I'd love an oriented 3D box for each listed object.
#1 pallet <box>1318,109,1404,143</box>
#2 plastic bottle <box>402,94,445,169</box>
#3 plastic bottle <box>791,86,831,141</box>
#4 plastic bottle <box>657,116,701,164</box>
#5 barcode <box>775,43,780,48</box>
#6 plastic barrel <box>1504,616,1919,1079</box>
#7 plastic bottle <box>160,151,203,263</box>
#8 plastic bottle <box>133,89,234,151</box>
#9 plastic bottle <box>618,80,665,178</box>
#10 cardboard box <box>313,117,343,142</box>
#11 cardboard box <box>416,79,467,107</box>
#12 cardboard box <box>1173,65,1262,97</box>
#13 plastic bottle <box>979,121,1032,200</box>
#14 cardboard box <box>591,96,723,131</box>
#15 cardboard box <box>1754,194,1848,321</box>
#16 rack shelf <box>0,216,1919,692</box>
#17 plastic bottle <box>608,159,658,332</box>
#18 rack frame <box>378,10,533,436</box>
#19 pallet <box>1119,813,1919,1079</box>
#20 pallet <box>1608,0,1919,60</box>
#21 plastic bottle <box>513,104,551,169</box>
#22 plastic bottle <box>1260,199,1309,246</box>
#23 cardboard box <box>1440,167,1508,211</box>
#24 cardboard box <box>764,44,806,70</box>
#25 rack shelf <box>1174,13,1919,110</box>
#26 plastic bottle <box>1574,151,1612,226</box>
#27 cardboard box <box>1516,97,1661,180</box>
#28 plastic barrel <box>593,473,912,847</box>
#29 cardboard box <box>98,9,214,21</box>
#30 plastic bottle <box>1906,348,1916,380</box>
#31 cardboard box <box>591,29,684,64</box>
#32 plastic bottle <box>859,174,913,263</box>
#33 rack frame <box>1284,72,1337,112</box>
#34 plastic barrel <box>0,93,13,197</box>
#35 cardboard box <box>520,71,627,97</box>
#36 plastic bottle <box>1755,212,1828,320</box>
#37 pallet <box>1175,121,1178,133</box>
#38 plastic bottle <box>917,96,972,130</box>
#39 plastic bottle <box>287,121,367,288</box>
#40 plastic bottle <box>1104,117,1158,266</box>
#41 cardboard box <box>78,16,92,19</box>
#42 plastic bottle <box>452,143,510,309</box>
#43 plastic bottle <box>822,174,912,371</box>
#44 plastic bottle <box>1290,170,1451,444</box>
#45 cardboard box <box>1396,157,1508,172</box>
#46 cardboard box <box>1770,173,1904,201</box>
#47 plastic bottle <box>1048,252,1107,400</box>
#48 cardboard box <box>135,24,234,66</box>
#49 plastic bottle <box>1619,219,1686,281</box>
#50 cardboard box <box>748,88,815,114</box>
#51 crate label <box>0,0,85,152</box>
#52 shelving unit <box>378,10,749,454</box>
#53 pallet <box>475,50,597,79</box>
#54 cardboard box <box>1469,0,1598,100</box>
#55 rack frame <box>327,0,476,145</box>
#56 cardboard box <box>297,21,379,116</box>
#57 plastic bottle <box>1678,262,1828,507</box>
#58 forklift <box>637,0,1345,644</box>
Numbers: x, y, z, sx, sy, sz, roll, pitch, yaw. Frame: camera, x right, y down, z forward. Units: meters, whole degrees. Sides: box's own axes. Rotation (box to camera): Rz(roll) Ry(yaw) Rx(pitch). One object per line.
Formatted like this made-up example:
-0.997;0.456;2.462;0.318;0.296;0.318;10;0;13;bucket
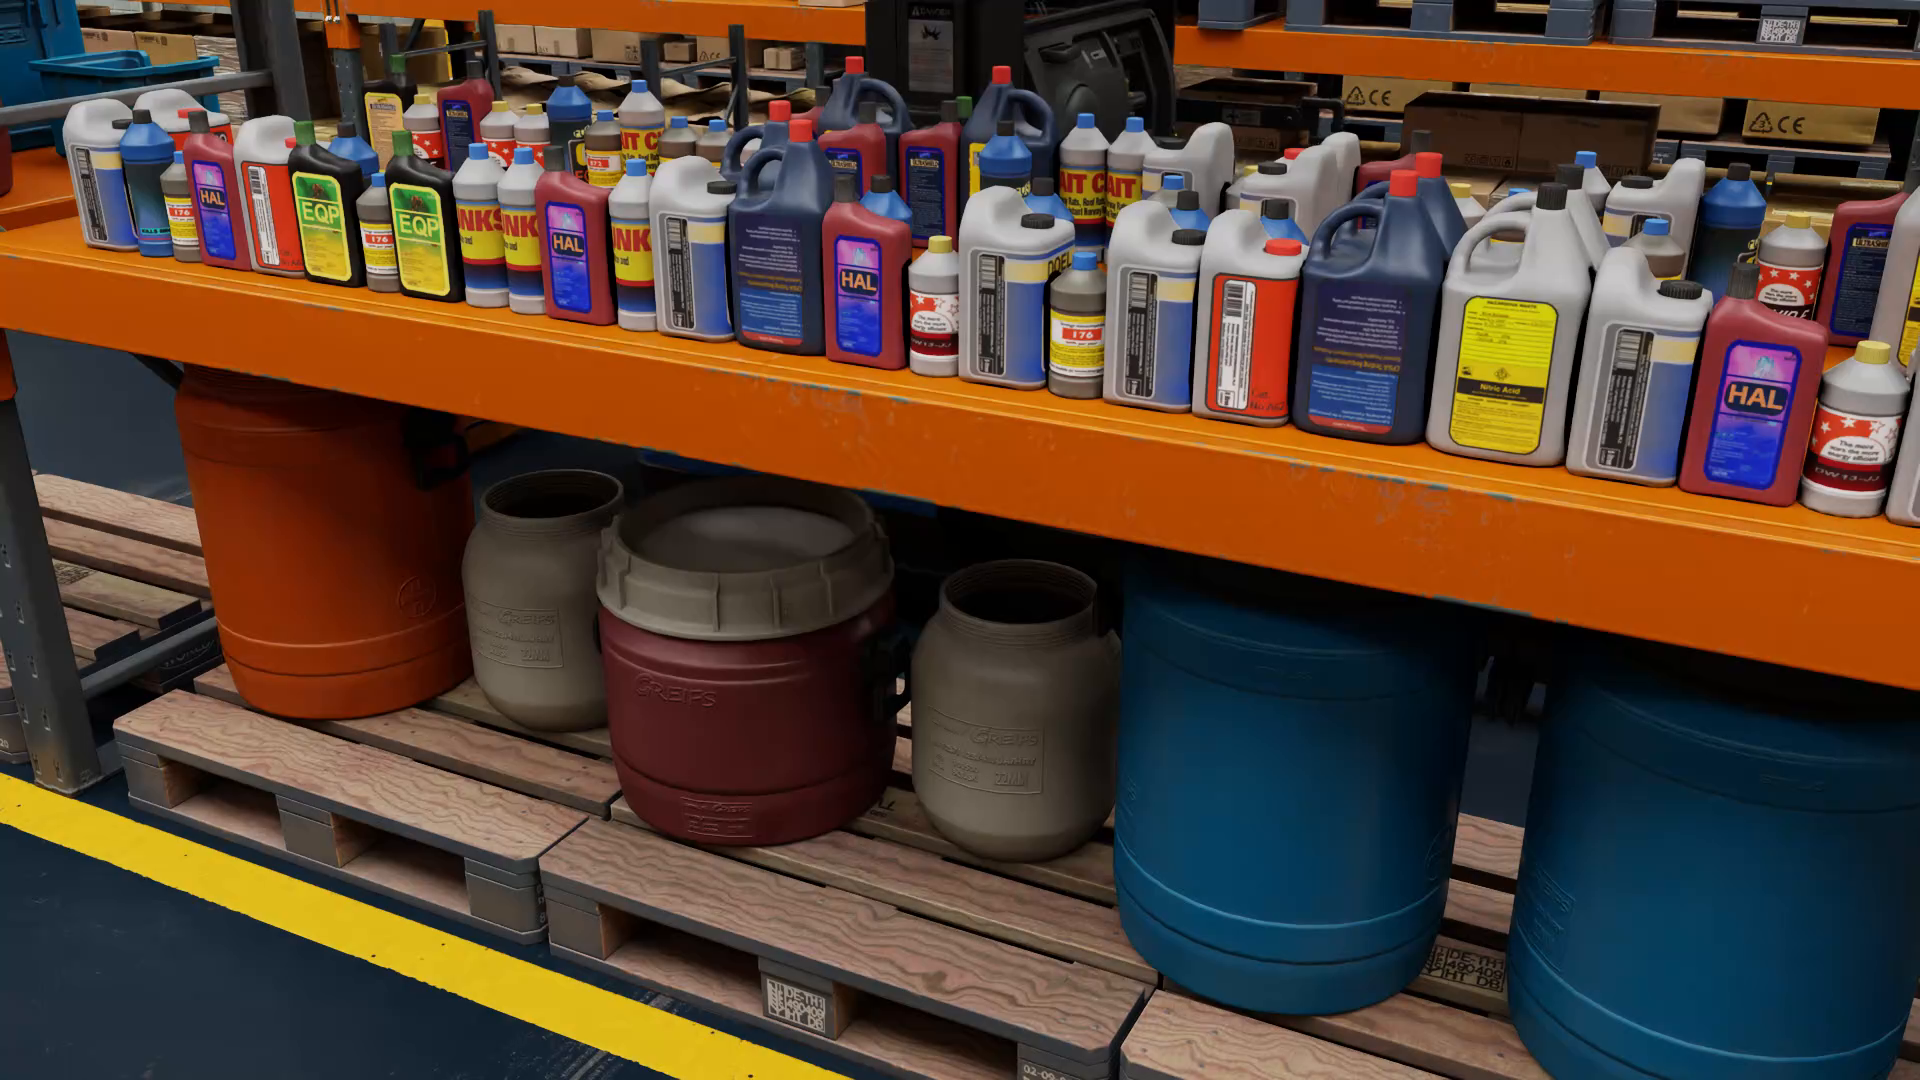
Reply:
3.257;-2.978;11.983;1.213;0.211;1.003;11;25;25;pallet
-1.234;-0.926;3.849;0.097;0.201;0.097;0;23;0;plastic bottle
-0.309;-0.789;3.421;0.133;0.283;0.061;11;25;25;plastic bottle
-0.594;-0.800;3.551;0.097;0.201;0.097;0;23;0;plastic bottle
-1.605;-4.311;14.545;0.075;0.075;0.001;11;25;25;barcode
1.210;0.410;2.598;0.708;0.901;0.600;11;25;25;plastic barrel
-1.464;-0.639;3.173;0.097;0.201;0.097;0;23;0;plastic bottle
-1.573;-0.774;3.395;0.135;0.276;0.152;11;25;25;plastic bottle
-0.681;-0.849;3.578;0.097;0.271;0.097;0;23;0;plastic bottle
-3.726;-2.336;9.887;0.500;0.250;0.500;11;25;25;cardboard box
-2.957;-2.428;9.388;0.500;0.311;0.500;11;26;25;cardboard box
1.922;-3.588;12.486;0.500;0.500;0.700;12;26;25;cardboard box
0.083;-0.635;3.074;0.097;0.271;0.097;0;23;0;plastic bottle
-1.585;-2.157;8.751;0.500;0.311;0.500;12;26;26;cardboard box
3.356;-1.029;6.469;0.500;0.500;0.500;11;25;24;cardboard box
-0.097;-0.283;3.001;4.000;0.370;1.077;11;25;25;rack shelf
-0.520;-0.484;2.721;0.097;0.271;0.097;0;23;0;plastic bottle
-1.714;-1.028;5.752;0.032;1.500;0.500;11;25;24;rack frame
1.018;0.872;2.930;1.213;0.211;1.003;11;25;25;pallet
3.262;-2.081;6.555;1.213;0.211;1.003;11;25;25;pallet
-0.941;-0.868;3.713;0.097;0.201;0.097;0;23;0;plastic bottle
0.454;-0.358;2.424;0.097;0.271;0.097;0;23;0;plastic bottle
2.017;-1.297;7.099;0.500;0.500;0.500;10;25;23;cardboard box
-1.473;-4.116;14.153;0.250;0.166;0.380;8;24;18;cardboard box
2.141;-2.012;7.067;4.000;0.370;1.077;11;25;25;rack shelf
1.029;-0.511;2.783;0.097;0.271;0.097;0;23;0;plastic bottle
2.712;-1.734;7.169;0.500;0.250;0.500;11;26;25;cardboard box
-0.430;0.229;3.422;0.708;0.588;0.600;11;25;25;plastic barrel
-5.271;-3.220;11.006;0.500;0.500;0.500;11;25;25;cardboard box
1.230;-0.173;2.077;0.097;0.201;0.097;0;23;0;plastic bottle
-2.834;-4.490;14.608;0.500;0.500;0.700;10;25;21;cardboard box
-0.121;-0.432;2.597;0.097;0.271;0.097;0;23;0;plastic bottle
2.588;-4.427;11.827;0.127;3.000;1.000;11;25;25;rack frame
-2.433;-1.006;3.608;0.708;0.536;0.600;11;25;25;plastic barrel
-2.256;-2.527;9.620;0.500;0.311;0.500;12;26;26;cardboard box
1.323;-0.420;2.660;0.097;0.201;0.097;0;23;0;plastic bottle
1.891;-3.282;12.698;1.213;0.211;1.003;11;25;25;pallet
-0.025;-0.733;3.289;0.133;0.283;0.061;11;25;25;plastic bottle
-1.130;-0.603;2.983;0.133;0.283;0.061;11;25;25;plastic bottle
0.322;-0.651;3.111;0.097;0.271;0.097;0;23;0;plastic bottle
-5.958;-3.122;10.776;0.500;0.500;0.500;11;25;25;cardboard box
-0.813;-0.542;2.857;0.097;0.271;0.097;0;23;0;plastic bottle
-0.140;-0.407;2.523;0.133;0.283;0.061;11;25;25;plastic bottle
0.555;-0.319;2.229;0.185;0.351;0.144;11;25;25;plastic bottle
2.229;-1.483;7.537;0.500;0.500;0.500;10;25;23;cardboard box
3.604;-1.213;6.900;0.500;0.500;0.500;10;25;22;cardboard box
0.178;-0.314;2.409;0.097;0.201;0.097;0;23;0;plastic bottle
-4.615;-2.860;10.162;0.500;0.500;0.500;11;25;25;cardboard box
1.080;-0.402;2.615;0.097;0.201;0.097;0;23;0;plastic bottle
-0.906;-2.258;8.987;0.500;0.311;0.500;10;25;23;cardboard box
-2.647;-1.253;4.318;0.616;0.435;0.502;11;25;25;crate label
-1.252;-0.937;5.537;1.083;1.500;0.587;11;25;24;shelving unit
-3.775;-4.387;15.296;1.213;0.211;1.003;11;25;25;pallet
3.964;-3.298;11.383;0.750;0.750;0.750;11;25;24;cardboard box
-3.214;-3.402;9.418;0.127;3.000;1.000;11;25;25;rack frame
-3.936;-2.952;10.378;0.500;0.500;0.500;11;25;25;cardboard box
0.963;-0.188;2.009;0.133;0.283;0.061;11;25;25;plastic bottle
0.568;-1.220;4.374;3.031;2.935;1.130;11;25;24;forklift
